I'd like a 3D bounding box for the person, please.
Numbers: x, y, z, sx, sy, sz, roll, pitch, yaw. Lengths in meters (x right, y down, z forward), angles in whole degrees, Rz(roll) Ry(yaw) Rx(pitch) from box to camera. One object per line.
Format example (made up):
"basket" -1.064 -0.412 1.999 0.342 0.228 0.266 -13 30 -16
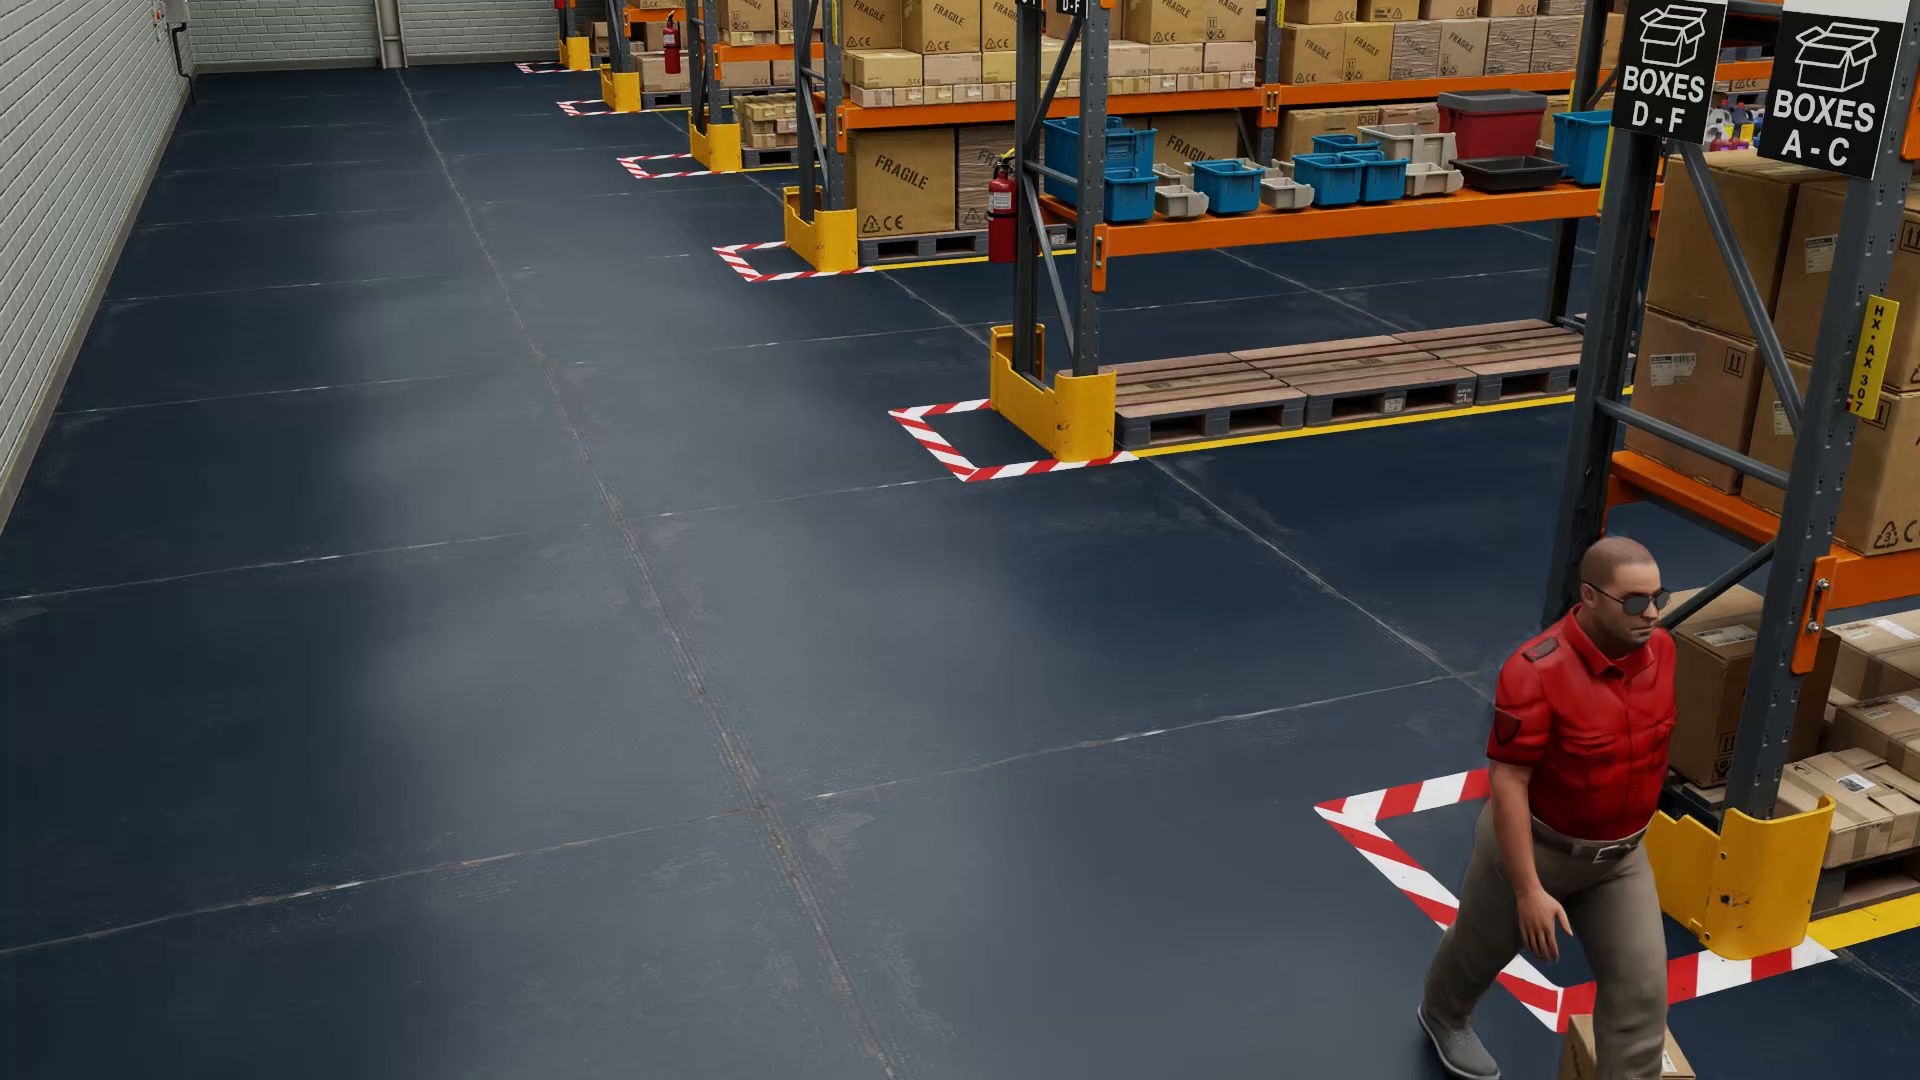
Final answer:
"person" 1.531 0.729 4.199 0.578 1.602 0.786 -7 23 -17
